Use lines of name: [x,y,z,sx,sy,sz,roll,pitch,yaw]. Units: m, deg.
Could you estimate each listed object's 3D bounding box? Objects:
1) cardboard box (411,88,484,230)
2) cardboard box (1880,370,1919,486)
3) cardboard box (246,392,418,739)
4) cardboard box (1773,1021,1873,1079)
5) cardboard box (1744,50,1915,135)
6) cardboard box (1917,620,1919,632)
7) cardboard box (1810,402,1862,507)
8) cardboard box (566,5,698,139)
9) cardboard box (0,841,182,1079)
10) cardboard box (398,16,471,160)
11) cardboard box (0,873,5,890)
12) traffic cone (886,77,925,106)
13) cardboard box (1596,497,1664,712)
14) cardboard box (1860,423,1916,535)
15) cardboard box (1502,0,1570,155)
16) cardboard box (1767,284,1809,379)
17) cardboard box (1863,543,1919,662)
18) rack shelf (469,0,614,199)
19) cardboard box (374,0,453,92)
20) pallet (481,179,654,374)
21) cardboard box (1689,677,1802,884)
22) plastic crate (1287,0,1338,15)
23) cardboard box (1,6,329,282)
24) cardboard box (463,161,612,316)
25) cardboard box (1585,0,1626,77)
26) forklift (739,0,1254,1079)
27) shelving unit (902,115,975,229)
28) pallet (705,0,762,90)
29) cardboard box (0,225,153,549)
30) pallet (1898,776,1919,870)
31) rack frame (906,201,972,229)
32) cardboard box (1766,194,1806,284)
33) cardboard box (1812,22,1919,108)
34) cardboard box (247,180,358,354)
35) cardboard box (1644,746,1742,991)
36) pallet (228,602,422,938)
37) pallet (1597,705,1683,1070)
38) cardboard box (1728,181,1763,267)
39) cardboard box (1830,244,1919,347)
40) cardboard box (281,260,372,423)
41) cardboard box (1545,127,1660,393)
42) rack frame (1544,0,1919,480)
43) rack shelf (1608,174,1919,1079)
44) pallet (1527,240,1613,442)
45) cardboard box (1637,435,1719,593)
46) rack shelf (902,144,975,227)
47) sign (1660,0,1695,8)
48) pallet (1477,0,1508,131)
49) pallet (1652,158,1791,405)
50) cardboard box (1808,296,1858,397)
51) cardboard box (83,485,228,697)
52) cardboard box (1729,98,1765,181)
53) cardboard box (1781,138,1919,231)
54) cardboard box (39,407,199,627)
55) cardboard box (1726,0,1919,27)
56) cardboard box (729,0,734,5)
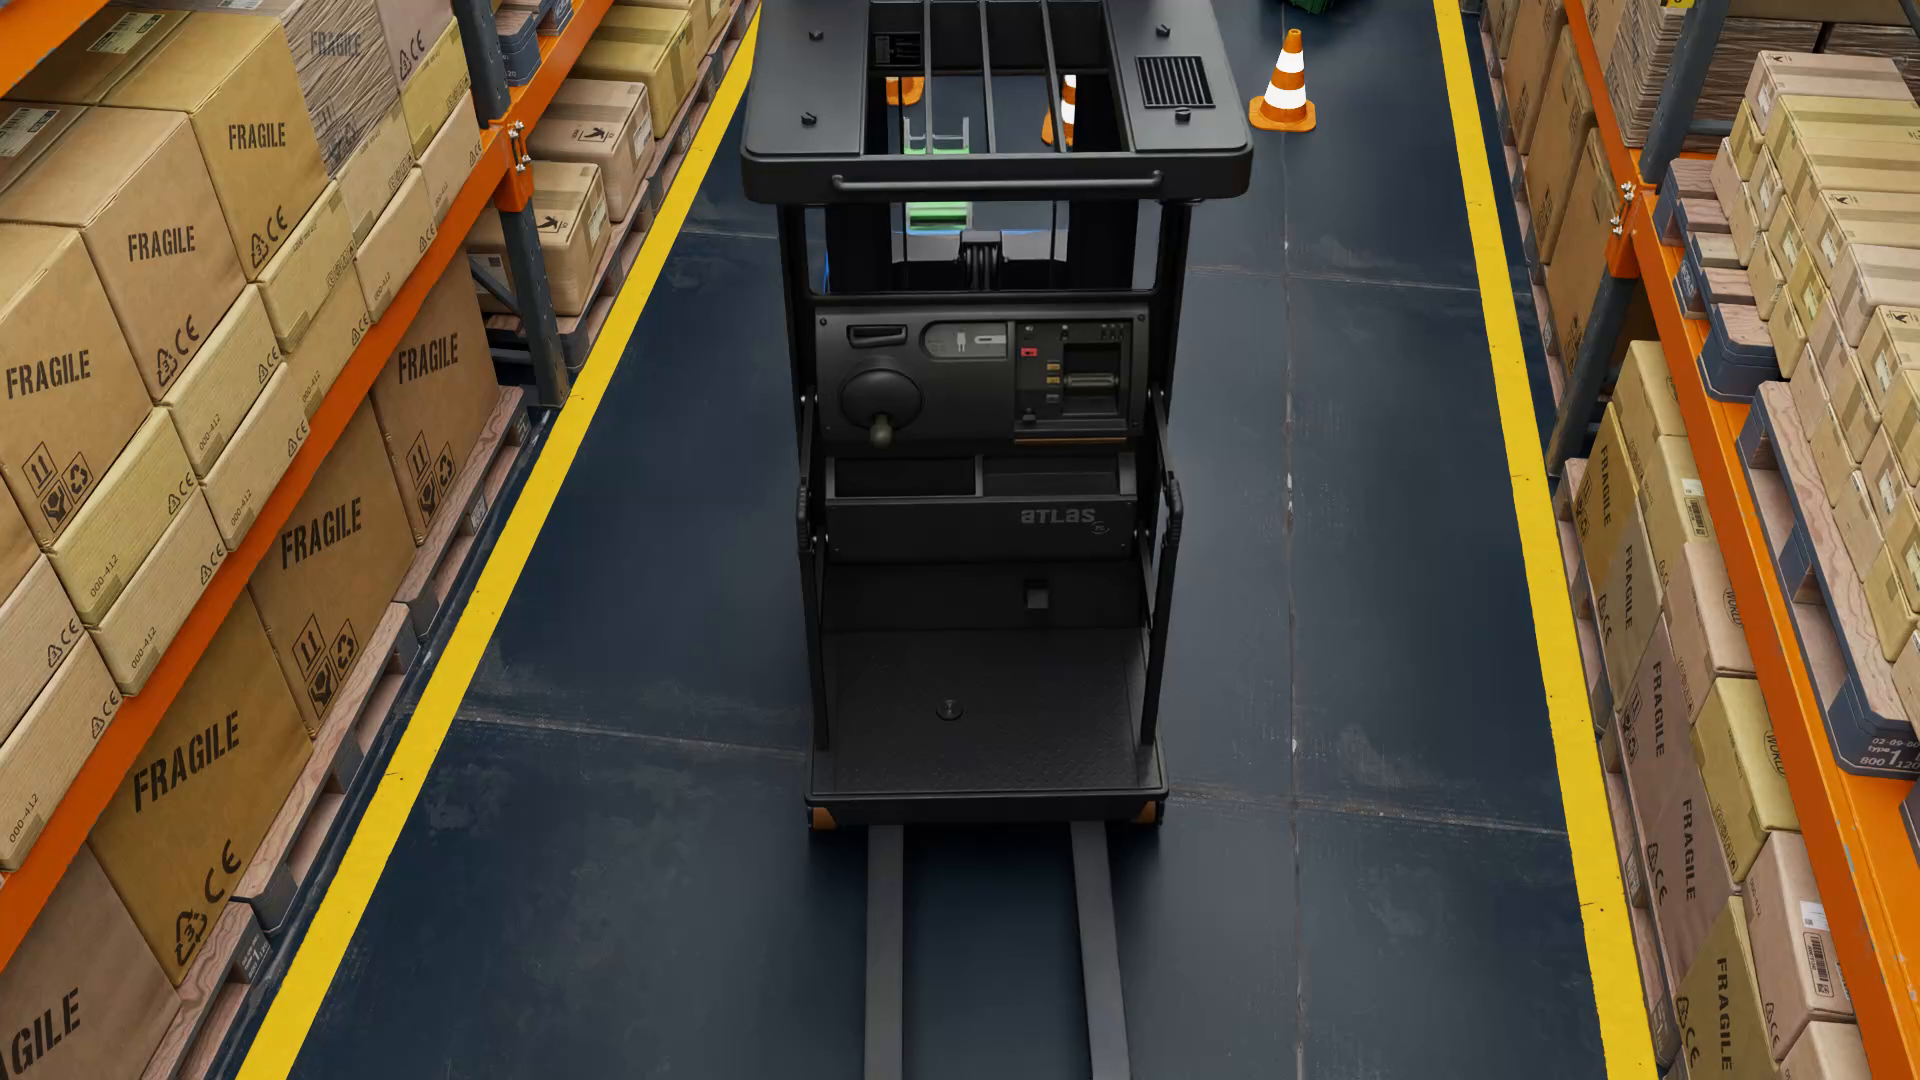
cardboard box: [-1.926,-1.285,5.535,0.500,0.250,0.500,4,44,4]
cardboard box: [2.341,-0.241,3.768,0.380,0.149,0.250,5,44,5]
cardboard box: [-2.412,-0.018,5.328,0.875,0.875,0.875,6,44,6]
cardboard box: [2.122,1.351,3.608,0.500,0.250,0.500,4,44,4]
cardboard box: [2.550,-1.304,4.890,0.380,0.149,0.250,5,44,6]
cardboard box: [2.268,0.228,3.488,0.380,0.149,0.250,3,44,3]
cardboard box: [2.371,-0.198,4.155,0.380,0.149,0.250,6,44,6]
cardboard box: [-1.836,-2.310,8.114,0.950,0.372,0.625,7,44,7]
cardboard box: [-2.643,1.207,4.033,0.875,0.875,0.875,6,44,7]
cardboard box: [-1.929,-1.482,5.379,0.500,0.250,0.500,5,44,5]
cardboard box: [-2.326,0.797,3.336,0.500,0.250,0.500,4,44,5]
traffic cone: [-0.364,-2.541,8.597,0.336,0.463,0.334,5,44,6]
cardboard box: [2.394,0.230,5.338,0.500,0.500,0.500,6,44,6]
cardboard box: [2.340,-0.123,3.859,0.380,0.149,0.250,7,44,7]
cardboard box: [3.208,-2.300,7.828,1.050,0.750,0.750,5,44,6]
cardboard box: [2.439,-0.551,4.527,0.380,0.149,0.250,7,44,7]
cardboard box: [2.300,0.161,3.775,0.380,0.149,0.250,7,44,7]
rack shelf: [-1.852,-2.810,7.559,1.077,0.370,4.000,5,44,6]
cardboard box: [-1.926,-1.731,5.097,0.500,0.500,0.500,4,44,4]
pallet: [-2.012,-1.228,7.393,1.003,0.211,1.213,5,44,6]
cardboard box: [2.259,0.641,4.359,0.500,0.250,0.500,3,44,4]
plastic crate: [2.057,-3.290,9.547,0.450,0.188,0.662,35,53,18]
cardboard box: [-2.058,-1.043,4.370,0.500,0.500,0.500,5,44,6]
cardboard box: [-2.032,-1.290,7.037,0.950,0.372,0.625,3,43,3]
cardboard box: [2.664,-2.034,6.144,0.500,0.500,0.500,5,44,6]
forklift: [0.070,-0.372,4.511,1.130,2.935,3.031,-1,43,-1]
shelving unit: [-0.083,-0.965,6.396,0.258,1.200,0.503,-1,43,-1]
pallet: [-1.689,-2.891,9.149,1.003,0.211,1.213,5,44,6]
cardboard box: [-2.194,-0.346,3.634,0.500,0.500,0.500,4,44,4]
pallet: [2.520,0.961,3.193,1.003,0.211,1.213,5,44,6]
rack frame: [-0.077,-0.797,6.219,0.240,1.200,0.015,-1,43,-1]
cardboard box: [2.475,-0.818,4.593,0.380,0.149,0.250,4,44,4]
cardboard box: [3.130,-1.645,5.733,0.500,0.500,0.500,6,44,6]
cardboard box: [-2.040,-0.781,4.639,0.500,0.250,0.500,4,44,4]
cardboard box: [2.263,0.928,4.601,0.500,0.500,0.500,4,44,5]
pallet: [-2.459,0.664,5.395,1.003,0.211,1.213,5,44,6]
pallet: [2.535,1.047,4.991,1.003,0.211,1.213,5,44,6]
cardboard box: [2.509,-0.919,4.916,0.380,0.149,0.250,7,44,8]
cardboard box: [2.411,-0.592,4.138,0.380,0.149,0.250,7,44,7]
cardboard box: [-2.061,-0.594,4.805,0.500,0.250,0.500,5,44,5]
cardboard box: [2.973,-1.069,6.528,1.050,0.750,0.750,5,44,5]
rack frame: [2.803,-1.327,5.470,1.000,3.000,0.127,5,44,6]
rack shelf: [2.539,0.297,4.278,1.077,0.370,4.000,5,44,6]
pallet: [2.982,-0.845,6.989,1.003,0.211,1.213,5,44,6]
cardboard box: [2.405,-0.050,5.089,0.500,0.250,0.500,5,44,5]
rack shelf: [-0.083,-1.267,6.110,0.258,0.148,0.480,-1,43,-1]
sign: [2.253,-1.796,5.123,0.100,0.325,0.005,5,44,6]
pallet: [3.305,-2.508,8.745,1.003,0.211,1.213,5,44,6]
pallet: [2.815,-0.762,5.013,1.213,0.211,1.003,5,44,6]
cardboard box: [2.408,-0.476,4.232,0.380,0.149,0.250,5,44,6]
cardboard box: [-2.175,0.096,4.076,0.500,0.250,0.500,5,44,5]
cardboard box: [2.541,-1.185,4.981,0.380,0.149,0.250,7,44,7]
cardboard box: [2.481,-0.957,4.523,0.380,0.149,0.250,5,44,5]
cardboard box: [-2.173,-0.083,3.901,0.500,0.250,0.500,6,44,6]
cardboard box: [2.873,-2.031,5.414,0.700,0.500,0.500,5,44,5]
cardboard box: [-1.655,-3.275,9.133,0.950,0.372,0.625,6,44,6]
